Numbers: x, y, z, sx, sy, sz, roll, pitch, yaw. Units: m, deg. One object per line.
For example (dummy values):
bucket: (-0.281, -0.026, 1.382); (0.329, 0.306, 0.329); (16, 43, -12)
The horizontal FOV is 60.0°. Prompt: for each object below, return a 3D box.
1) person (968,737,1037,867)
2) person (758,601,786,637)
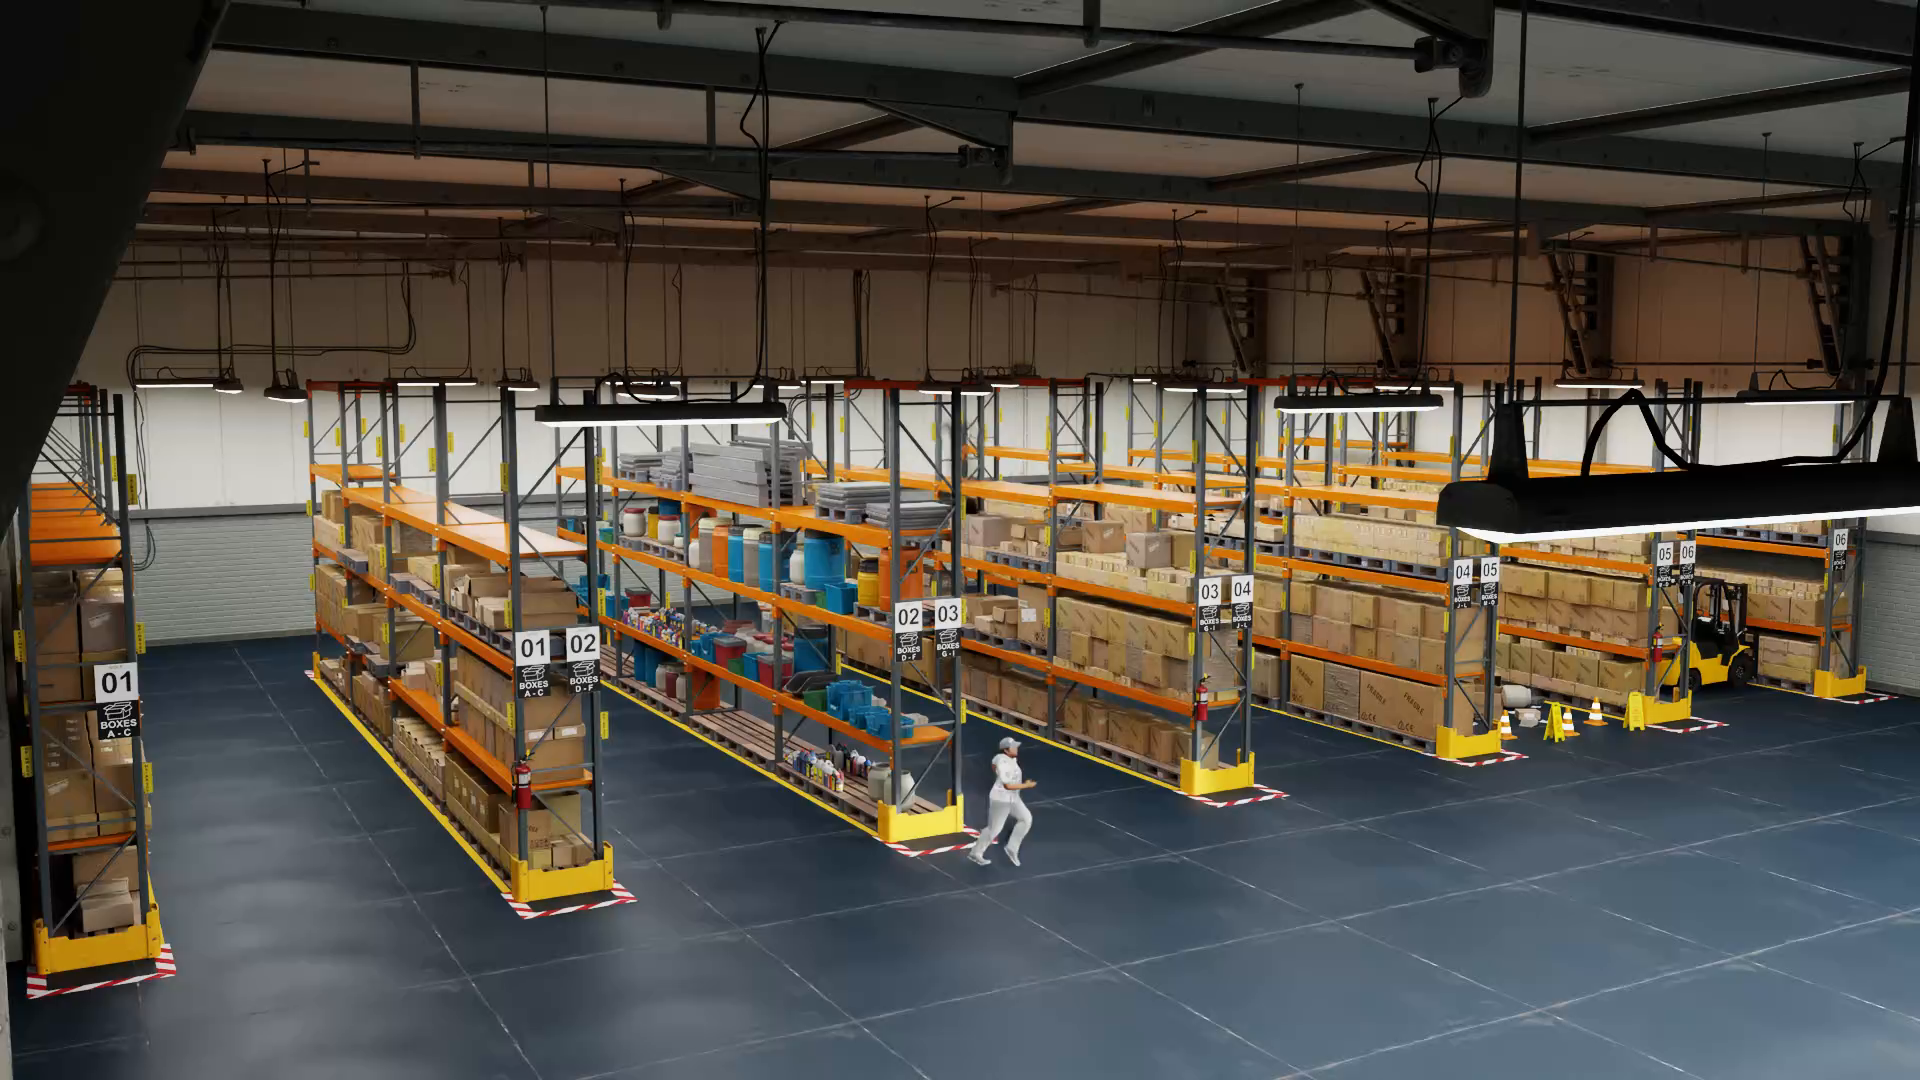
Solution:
person: (0.552, 3.292, 20.903); (0.853, 1.682, 0.614); (1, 6, 13)
person: (-4.017, 1.696, 35.331); (0.671, 1.823, 0.968); (-4, 7, -35)
